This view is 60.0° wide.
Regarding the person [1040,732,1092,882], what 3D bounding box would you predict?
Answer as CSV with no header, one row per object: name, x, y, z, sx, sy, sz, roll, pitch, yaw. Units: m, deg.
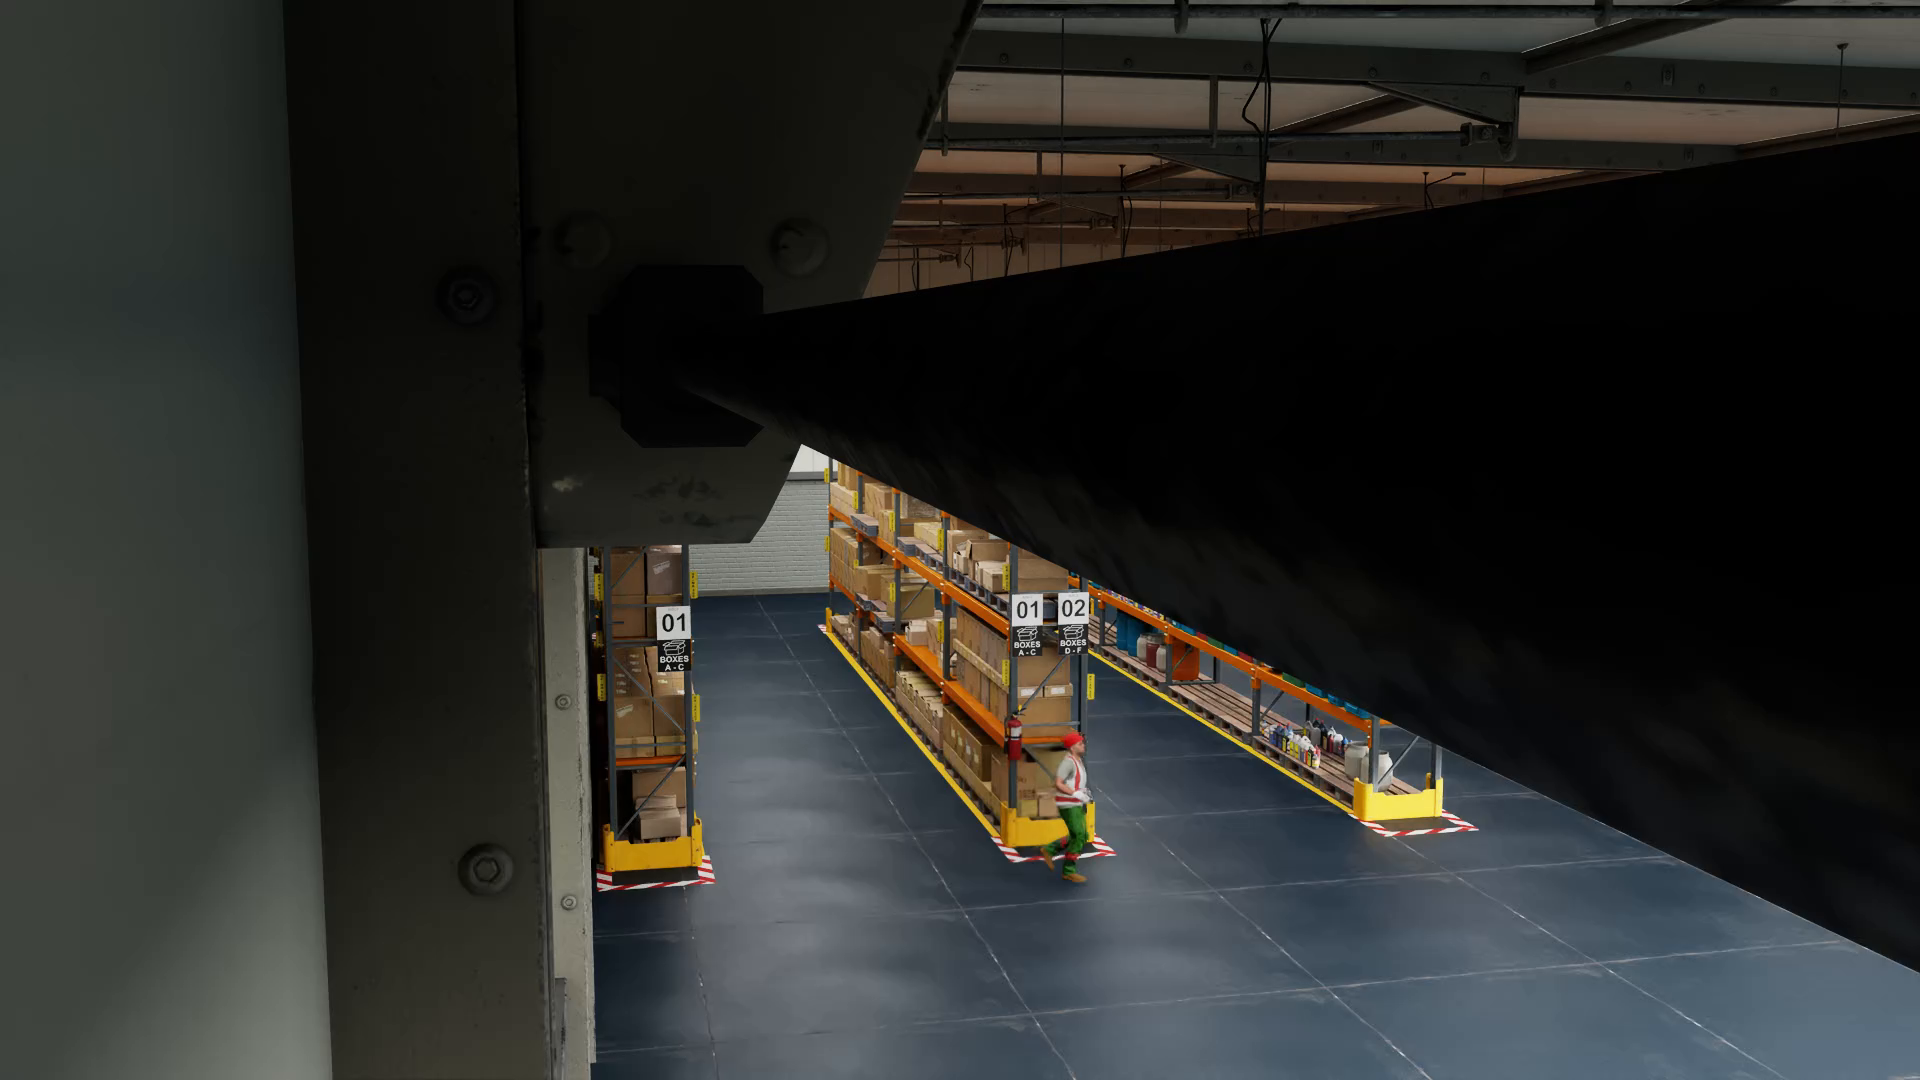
person,1.286,3.143,19.754,0.654,1.730,0.693,3,7,21
